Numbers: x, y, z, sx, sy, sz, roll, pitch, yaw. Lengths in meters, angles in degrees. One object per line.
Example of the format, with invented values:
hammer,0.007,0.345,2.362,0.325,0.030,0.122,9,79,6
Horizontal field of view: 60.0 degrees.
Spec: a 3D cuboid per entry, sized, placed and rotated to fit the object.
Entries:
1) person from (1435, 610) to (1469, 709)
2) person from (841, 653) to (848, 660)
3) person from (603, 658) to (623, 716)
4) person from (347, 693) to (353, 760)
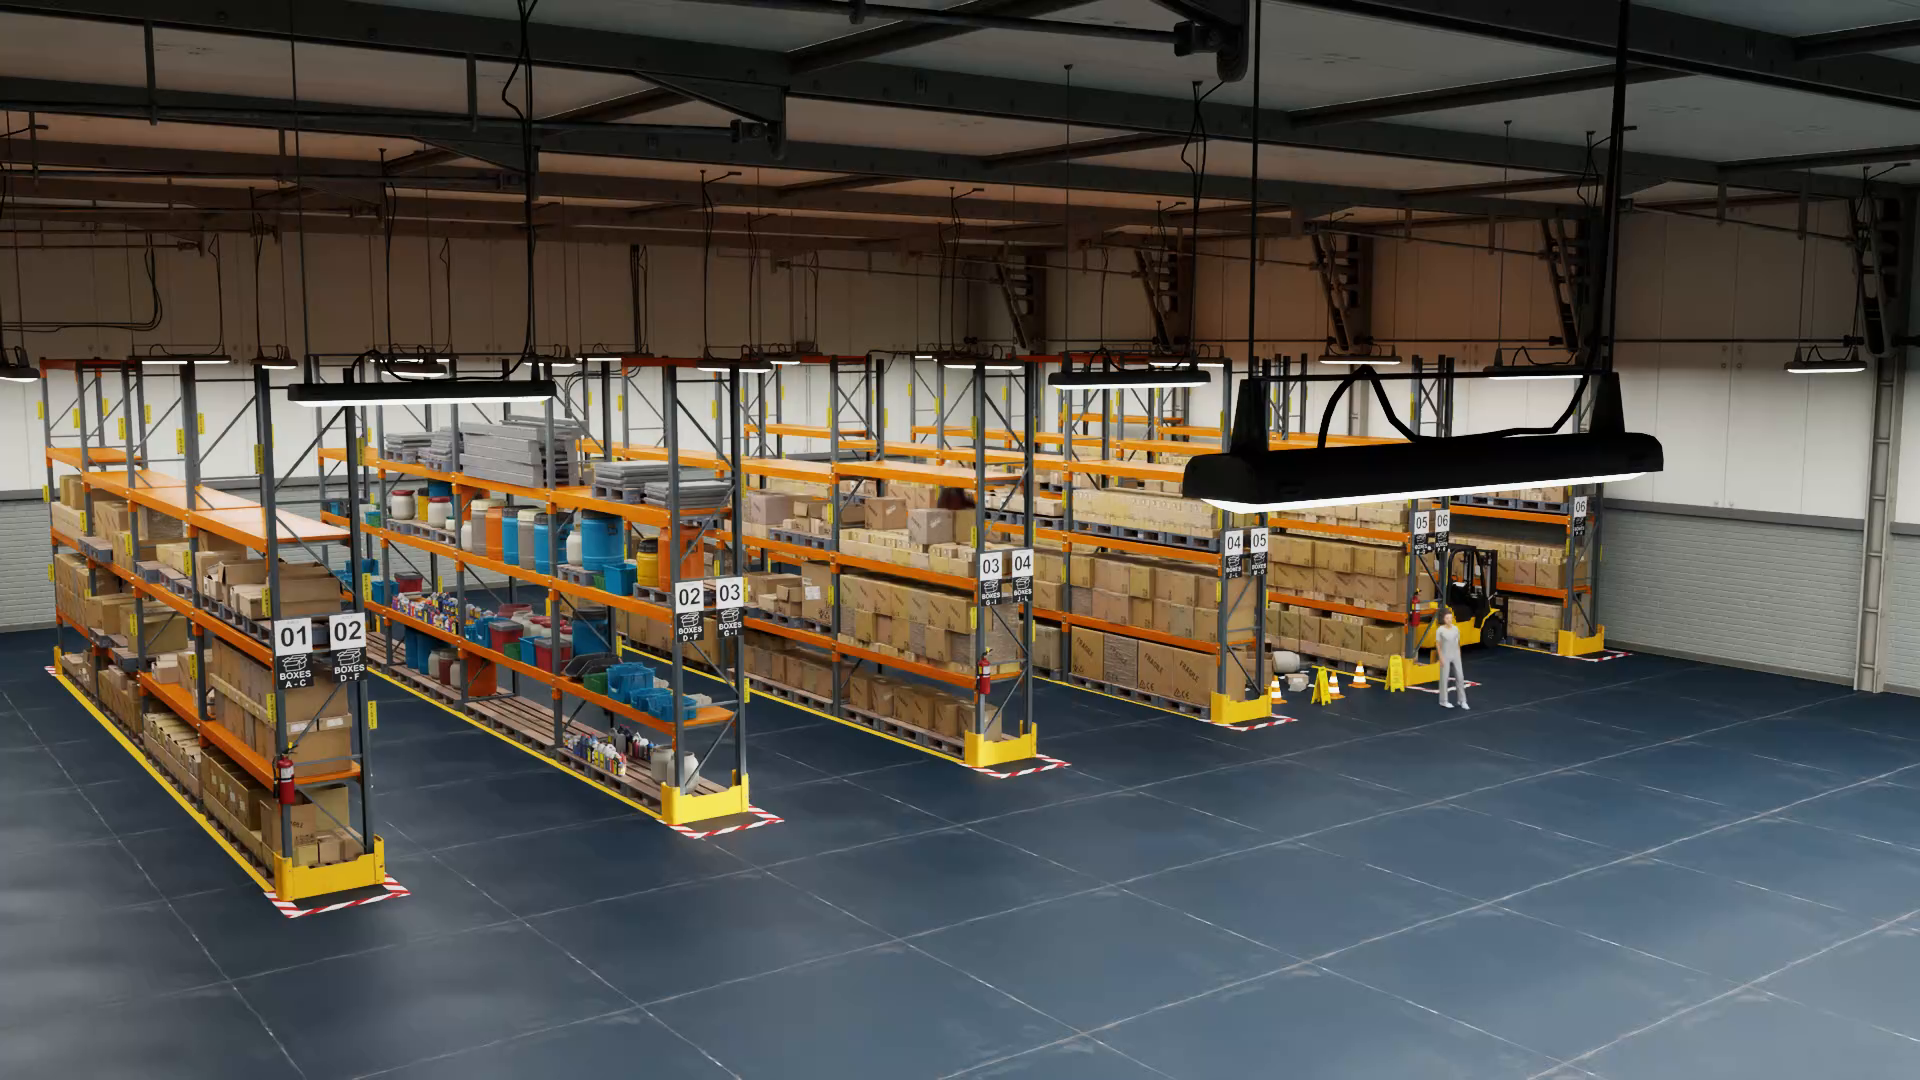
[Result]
person,8.498,2.064,28.734,0.557,1.690,0.444,-1,7,-4
person,-2.332,1.698,31.998,0.443,1.609,0.408,5,8,36
person,-6.089,2.109,28.308,0.580,1.675,0.991,-6,9,-42
person,-9.132,2.626,24.279,0.453,1.608,0.946,-5,8,-33
